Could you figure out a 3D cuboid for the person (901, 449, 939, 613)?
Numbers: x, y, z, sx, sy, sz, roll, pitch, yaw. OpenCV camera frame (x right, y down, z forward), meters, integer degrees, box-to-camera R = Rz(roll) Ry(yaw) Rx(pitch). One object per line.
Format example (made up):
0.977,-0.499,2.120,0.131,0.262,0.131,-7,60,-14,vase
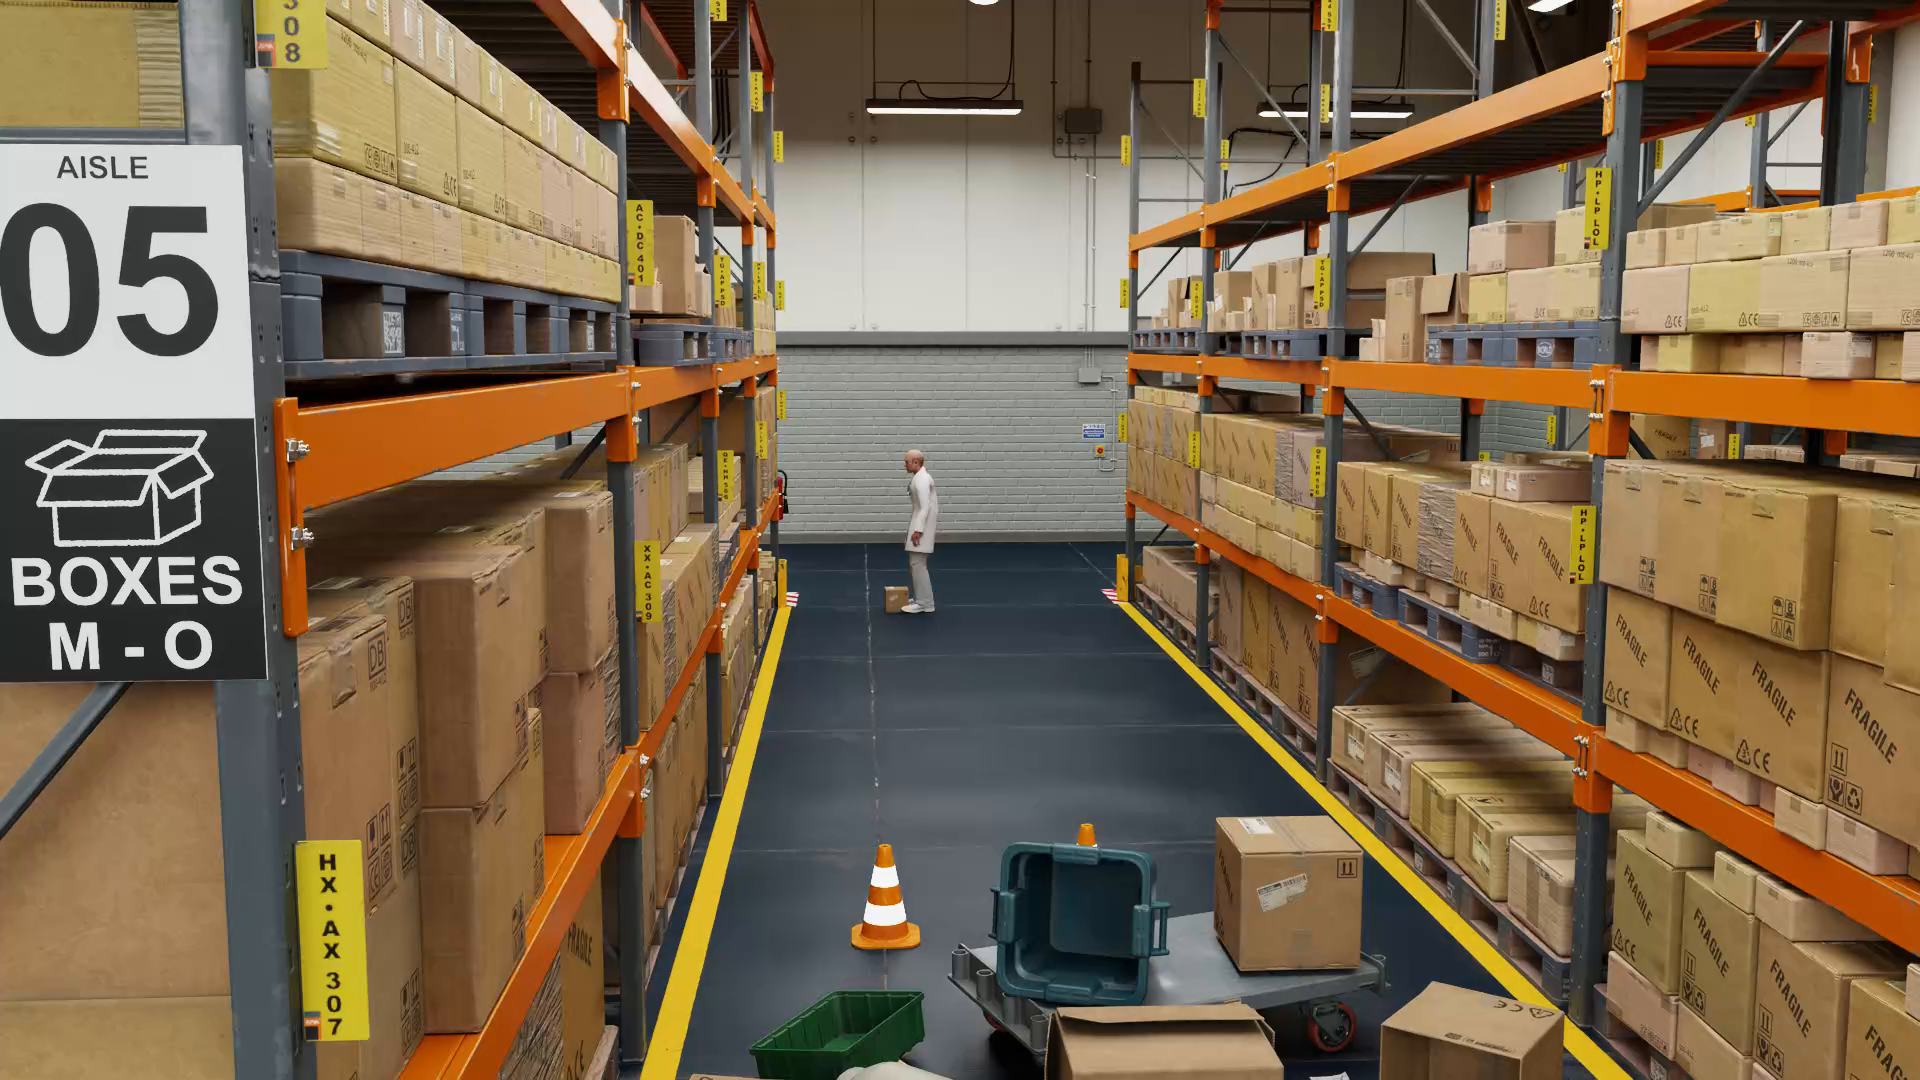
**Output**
-5.857,0.662,11.672,12.011,1.774,13.121,0,7,-3,person
